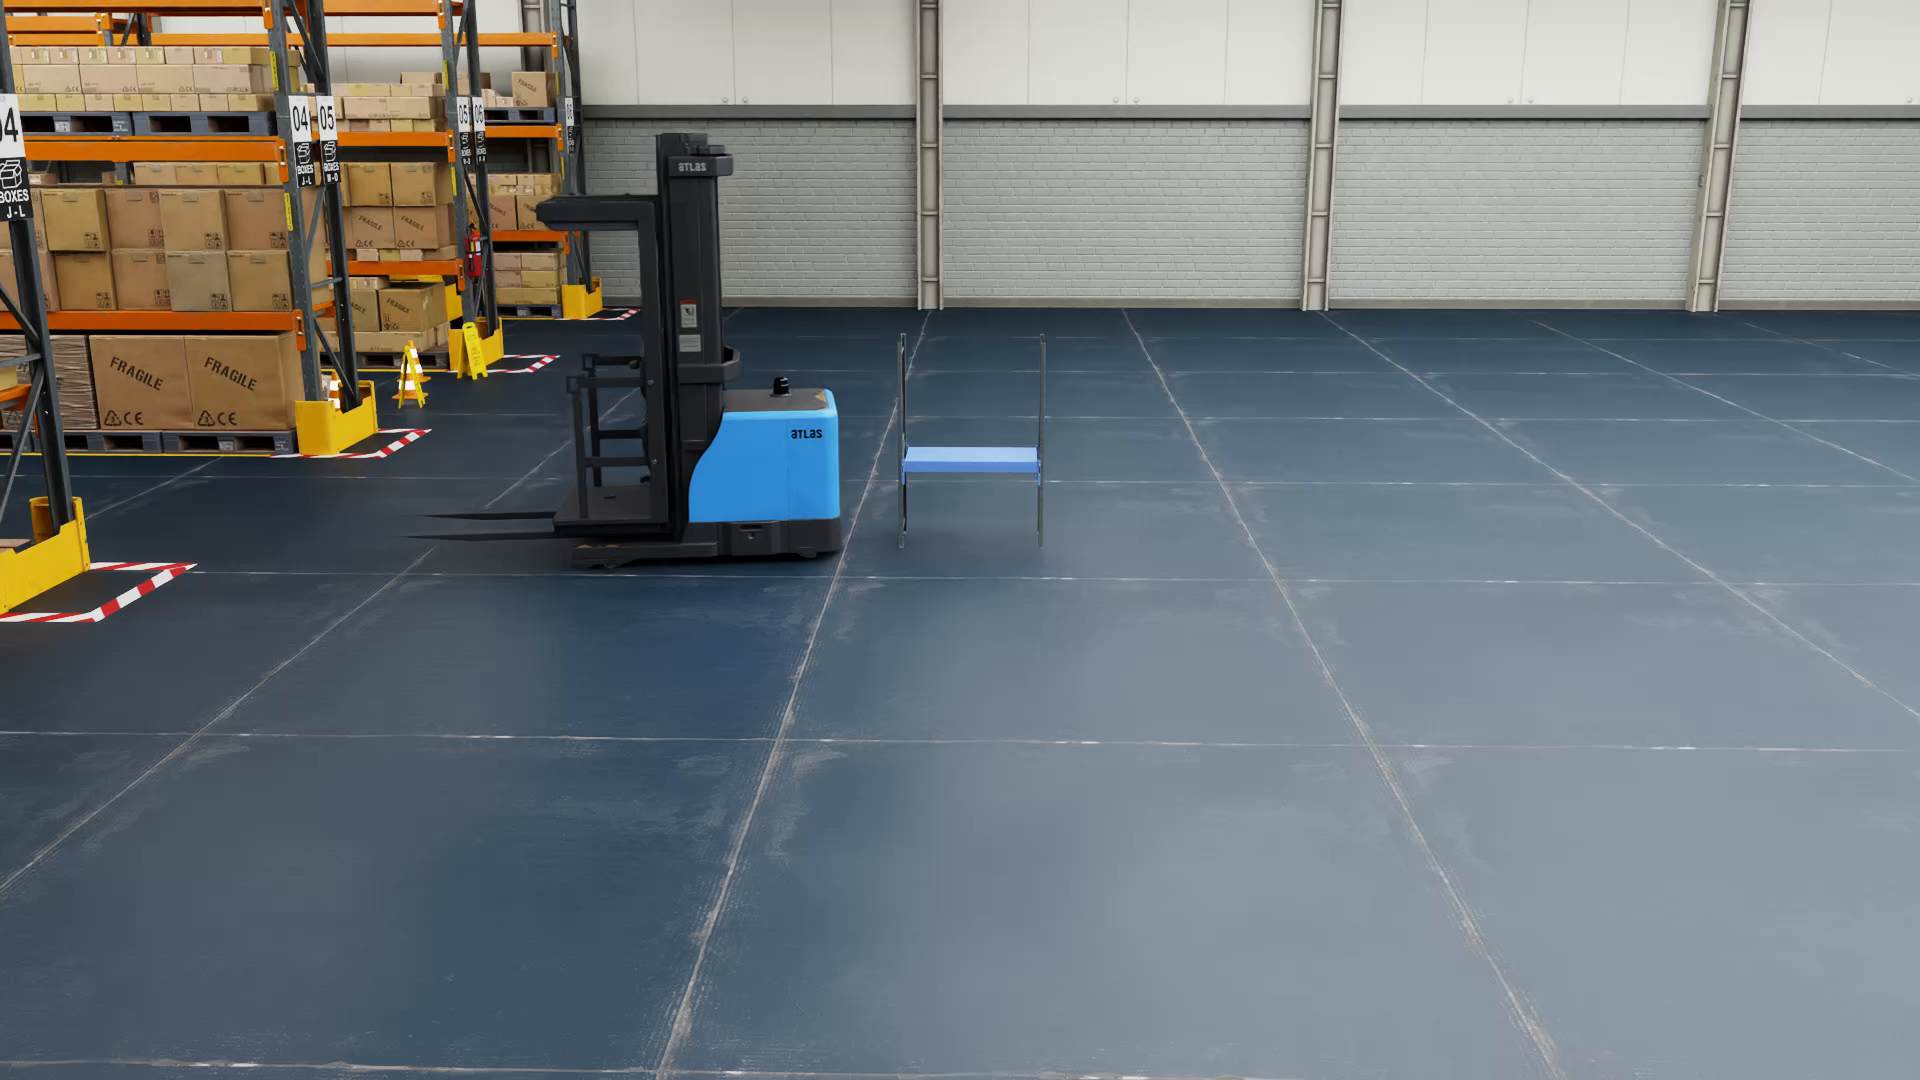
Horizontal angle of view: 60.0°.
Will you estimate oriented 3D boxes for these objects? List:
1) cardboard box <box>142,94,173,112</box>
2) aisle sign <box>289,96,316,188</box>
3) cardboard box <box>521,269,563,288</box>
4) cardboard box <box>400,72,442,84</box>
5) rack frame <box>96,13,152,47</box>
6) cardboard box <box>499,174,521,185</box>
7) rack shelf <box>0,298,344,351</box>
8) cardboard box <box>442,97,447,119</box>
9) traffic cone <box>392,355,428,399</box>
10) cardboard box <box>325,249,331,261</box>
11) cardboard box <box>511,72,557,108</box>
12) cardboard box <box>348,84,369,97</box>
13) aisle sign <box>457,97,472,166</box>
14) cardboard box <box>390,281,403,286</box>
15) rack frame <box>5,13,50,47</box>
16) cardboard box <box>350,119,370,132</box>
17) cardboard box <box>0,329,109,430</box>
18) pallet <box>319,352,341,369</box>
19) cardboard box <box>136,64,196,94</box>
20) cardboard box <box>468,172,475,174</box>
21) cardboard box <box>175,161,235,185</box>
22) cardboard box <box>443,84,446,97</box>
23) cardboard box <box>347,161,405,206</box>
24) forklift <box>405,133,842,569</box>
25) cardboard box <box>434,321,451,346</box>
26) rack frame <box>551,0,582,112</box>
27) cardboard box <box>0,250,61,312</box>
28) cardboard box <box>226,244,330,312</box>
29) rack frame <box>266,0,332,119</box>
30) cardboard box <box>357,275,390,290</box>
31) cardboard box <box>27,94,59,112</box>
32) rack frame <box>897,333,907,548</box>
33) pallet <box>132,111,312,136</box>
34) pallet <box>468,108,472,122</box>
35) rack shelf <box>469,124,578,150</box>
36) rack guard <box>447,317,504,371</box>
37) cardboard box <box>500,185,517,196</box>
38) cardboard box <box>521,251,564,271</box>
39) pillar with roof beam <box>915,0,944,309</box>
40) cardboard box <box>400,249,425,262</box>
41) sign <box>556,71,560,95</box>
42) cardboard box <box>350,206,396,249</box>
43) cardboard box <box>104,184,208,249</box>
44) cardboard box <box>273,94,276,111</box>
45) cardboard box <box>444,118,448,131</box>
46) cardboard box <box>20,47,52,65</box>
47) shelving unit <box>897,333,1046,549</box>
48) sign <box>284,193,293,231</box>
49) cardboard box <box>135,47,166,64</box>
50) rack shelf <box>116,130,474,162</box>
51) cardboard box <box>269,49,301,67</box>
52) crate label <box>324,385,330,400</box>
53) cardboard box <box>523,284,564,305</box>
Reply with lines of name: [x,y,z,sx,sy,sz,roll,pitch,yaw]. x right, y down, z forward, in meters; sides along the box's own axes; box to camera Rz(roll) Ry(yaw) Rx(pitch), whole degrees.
cardboard box: [-7.038,-3.880,14.758,0.250,0.149,0.380,1,15,2]
aisle sign: [-5.873,-3.558,14.852,0.004,0.787,0.394,0,15,1]
cardboard box: [-6.282,-3.946,25.003,0.500,0.250,0.500,0,15,1]
cardboard box: [-7.841,-6.645,24.547,0.637,0.503,0.797,1,15,3]
rack frame: [-9.909,-6.568,19.596,0.127,3.000,1.000,0,15,1]
cardboard box: [-6.660,-5.350,24.688,0.250,0.149,0.380,1,15,3]
rack shelf: [-7.935,-2.044,15.616,4.000,0.370,1.077,0,15,1]
cardboard box: [-6.406,-5.234,20.131,0.500,0.250,0.500,0,15,0]
traffic cone: [-6.062,-1.803,18.268,0.334,0.463,0.336,0,15,1]
cardboard box: [-7.570,-3.458,20.061,0.250,0.149,0.380,0,15,1]
cardboard box: [-6.236,-6.598,24.374,0.500,0.500,0.500,1,15,3]
cardboard box: [-7.021,-5.306,19.621,0.250,0.149,0.380,0,15,2]
aisle sign: [-5.856,-4.824,19.649,0.004,0.787,0.394,0,15,1]
cardboard box: [-7.256,-2.956,20.760,0.500,0.500,0.500,0,15,-1]
rack frame: [-13.785,-7.860,24.492,0.127,3.000,1.000,0,15,1]
cardboard box: [-7.040,-4.924,19.735,0.250,0.149,0.380,0,15,2]
cardboard box: [-8.406,-1.553,15.689,0.875,0.875,0.875,0,15,2]
pallet: [-8.014,-2.317,20.707,1.213,0.211,1.003,0,15,1]
cardboard box: [-6.932,-4.087,14.762,0.500,0.250,0.500,0,15,2]
cardboard box: [-7.414,-5.506,25.278,0.250,0.149,0.380,0,15,0]
cardboard box: [-8.965,-4.276,19.928,0.500,0.500,0.700,0,15,2]
cardboard box: [-6.260,-5.410,20.016,0.250,0.149,0.380,0,15,1]
cardboard box: [-6.932,-4.270,19.905,0.500,0.500,0.700,1,15,2]
forklift: [-2.394,-1.356,11.735,3.031,2.935,1.130,-2,15,-6]
cardboard box: [-6.710,-2.591,20.847,0.500,0.250,0.500,0,15,1]
rack frame: [-5.787,-7.808,24.295,0.127,3.000,1.000,0,15,1]
cardboard box: [-8.478,-2.446,15.438,0.550,0.550,0.875,0,15,1]
cardboard box: [-6.308,-2.442,15.421,0.550,0.550,0.875,0,15,1]
rack frame: [-5.936,-5.279,14.710,0.127,3.000,1.000,0,15,1]
cardboard box: [-7.087,-3.115,20.093,0.250,0.149,0.380,1,15,3]
cardboard box: [-8.059,-3.886,14.782,0.250,0.149,0.380,1,15,2]
rack frame: [-0.423,-0.728,12.159,0.032,1.500,0.500,0,15,1]
pallet: [-6.678,-3.788,15.112,1.213,0.211,1.003,0,15,1]
pallet: [-7.716,-6.333,24.759,1.213,0.211,1.003,0,15,1]
rack shelf: [-7.787,-6.023,24.819,4.000,0.370,1.077,0,15,1]
rack guard: [-5.986,-2.433,20.583,0.348,0.500,1.175,0,15,1]
cardboard box: [-6.655,-5.211,24.746,0.250,0.149,0.380,1,15,2]
cardboard box: [-6.256,-4.188,24.940,0.500,0.250,0.500,1,15,3]
pillar with roof beam: [-0.572,-6.905,20.874,0.400,9.000,9.100,0,15,1]
cardboard box: [-6.546,-3.441,19.996,0.250,0.149,0.380,0,15,1]
sign: [-5.815,-6.609,24.050,0.005,0.325,0.100,0,15,1]
cardboard box: [-6.960,-3.771,19.975,0.500,0.500,0.500,0,15,2]
cardboard box: [-7.414,-3.004,15.434,0.550,0.550,0.875,0,15,1]
cardboard box: [-6.270,-4.043,15.376,0.250,0.149,0.380,0,15,2]
cardboard box: [-6.234,-5.055,20.234,0.250,0.149,0.380,0,15,1]
cardboard box: [-8.058,-4.271,14.680,0.250,0.149,0.380,0,15,1]
shelving unit: [0.085,-0.725,12.147,1.048,1.500,0.538,0,15,1]
sign: [-5.964,-2.915,14.773,0.005,0.325,0.100,0,15,1]
cardboard box: [-7.046,-4.265,14.655,0.250,0.149,0.380,1,15,2]
rack shelf: [-7.910,-4.757,20.021,4.000,0.370,1.077,0,15,1]
cardboard box: [-6.261,-4.428,15.272,0.250,0.149,0.380,1,15,2]
crate label: [-6.849,-1.635,18.269,0.298,0.136,0.250,-8,17,-28]
cardboard box: [-6.265,-3.703,25.064,0.500,0.250,0.500,0,15,2]
